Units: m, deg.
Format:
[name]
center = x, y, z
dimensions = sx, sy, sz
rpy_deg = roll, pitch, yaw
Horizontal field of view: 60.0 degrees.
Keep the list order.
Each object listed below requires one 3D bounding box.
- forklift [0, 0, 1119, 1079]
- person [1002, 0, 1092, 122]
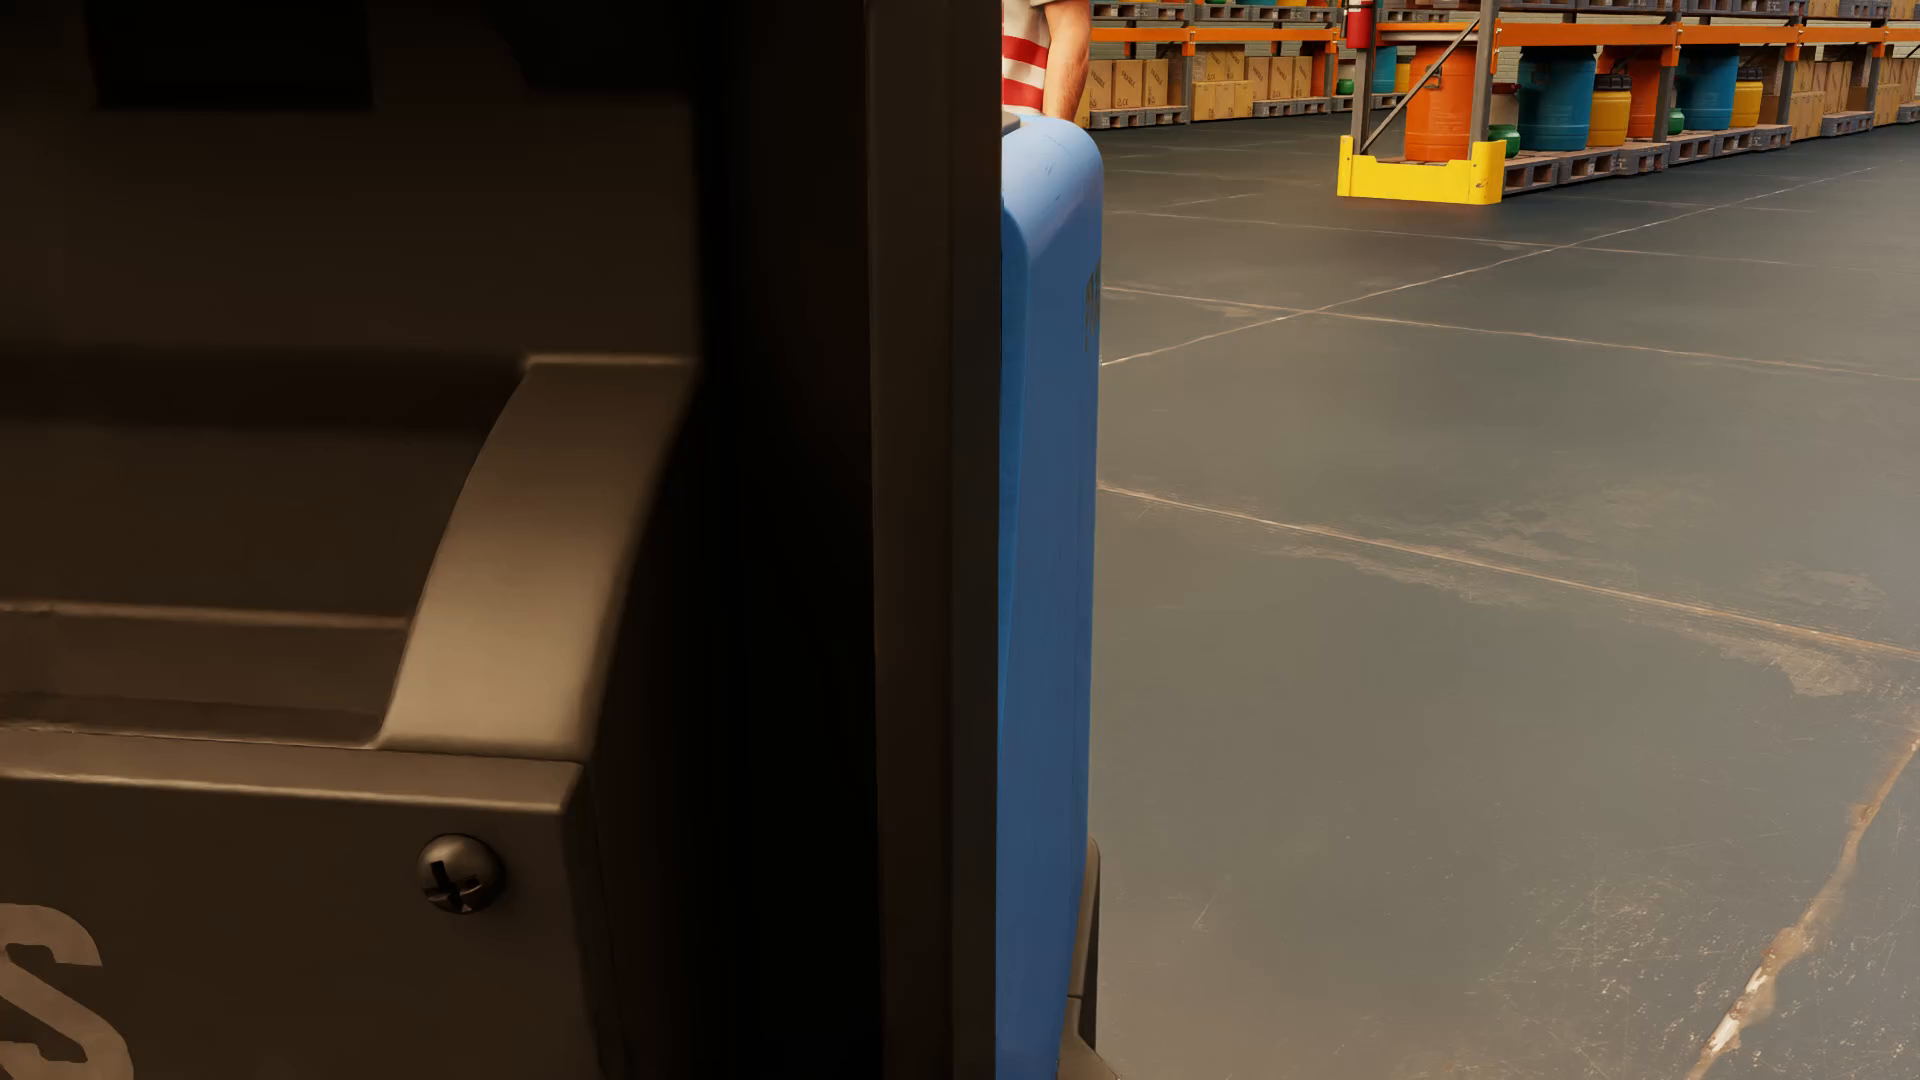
[forklift]
center = -0.565, -0.384, 0.163
dimensions = 1.130, 2.935, 3.031
rpy_deg = 2, 17, 8
[person]
center = -0.061, -0.847, 3.628
dimensions = 0.637, 1.790, 0.562
rpy_deg = 13, 21, 37
